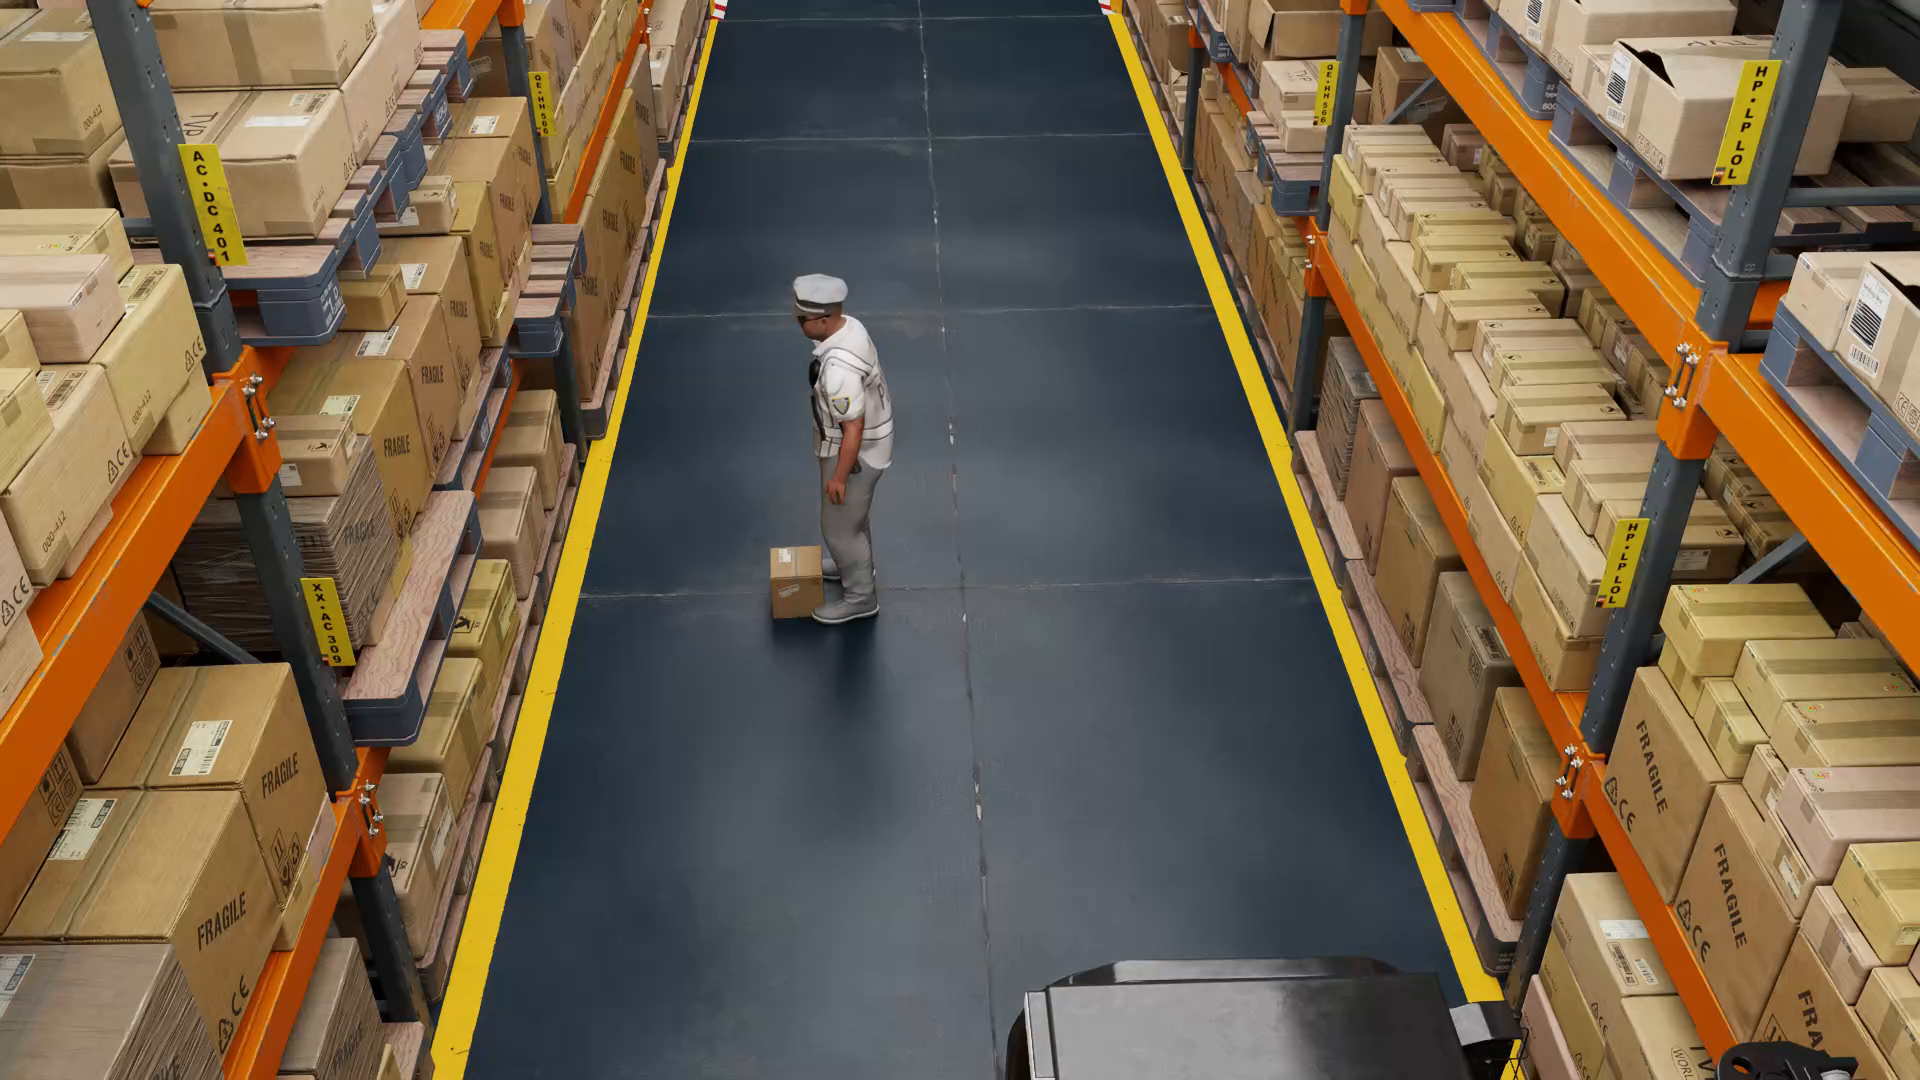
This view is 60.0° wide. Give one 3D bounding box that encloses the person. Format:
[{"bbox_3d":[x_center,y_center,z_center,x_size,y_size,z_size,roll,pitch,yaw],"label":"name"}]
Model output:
[{"bbox_3d":[-0.526,-0.422,7.740,0.435,1.748,0.593,-2,35,-3],"label":"person"}]
